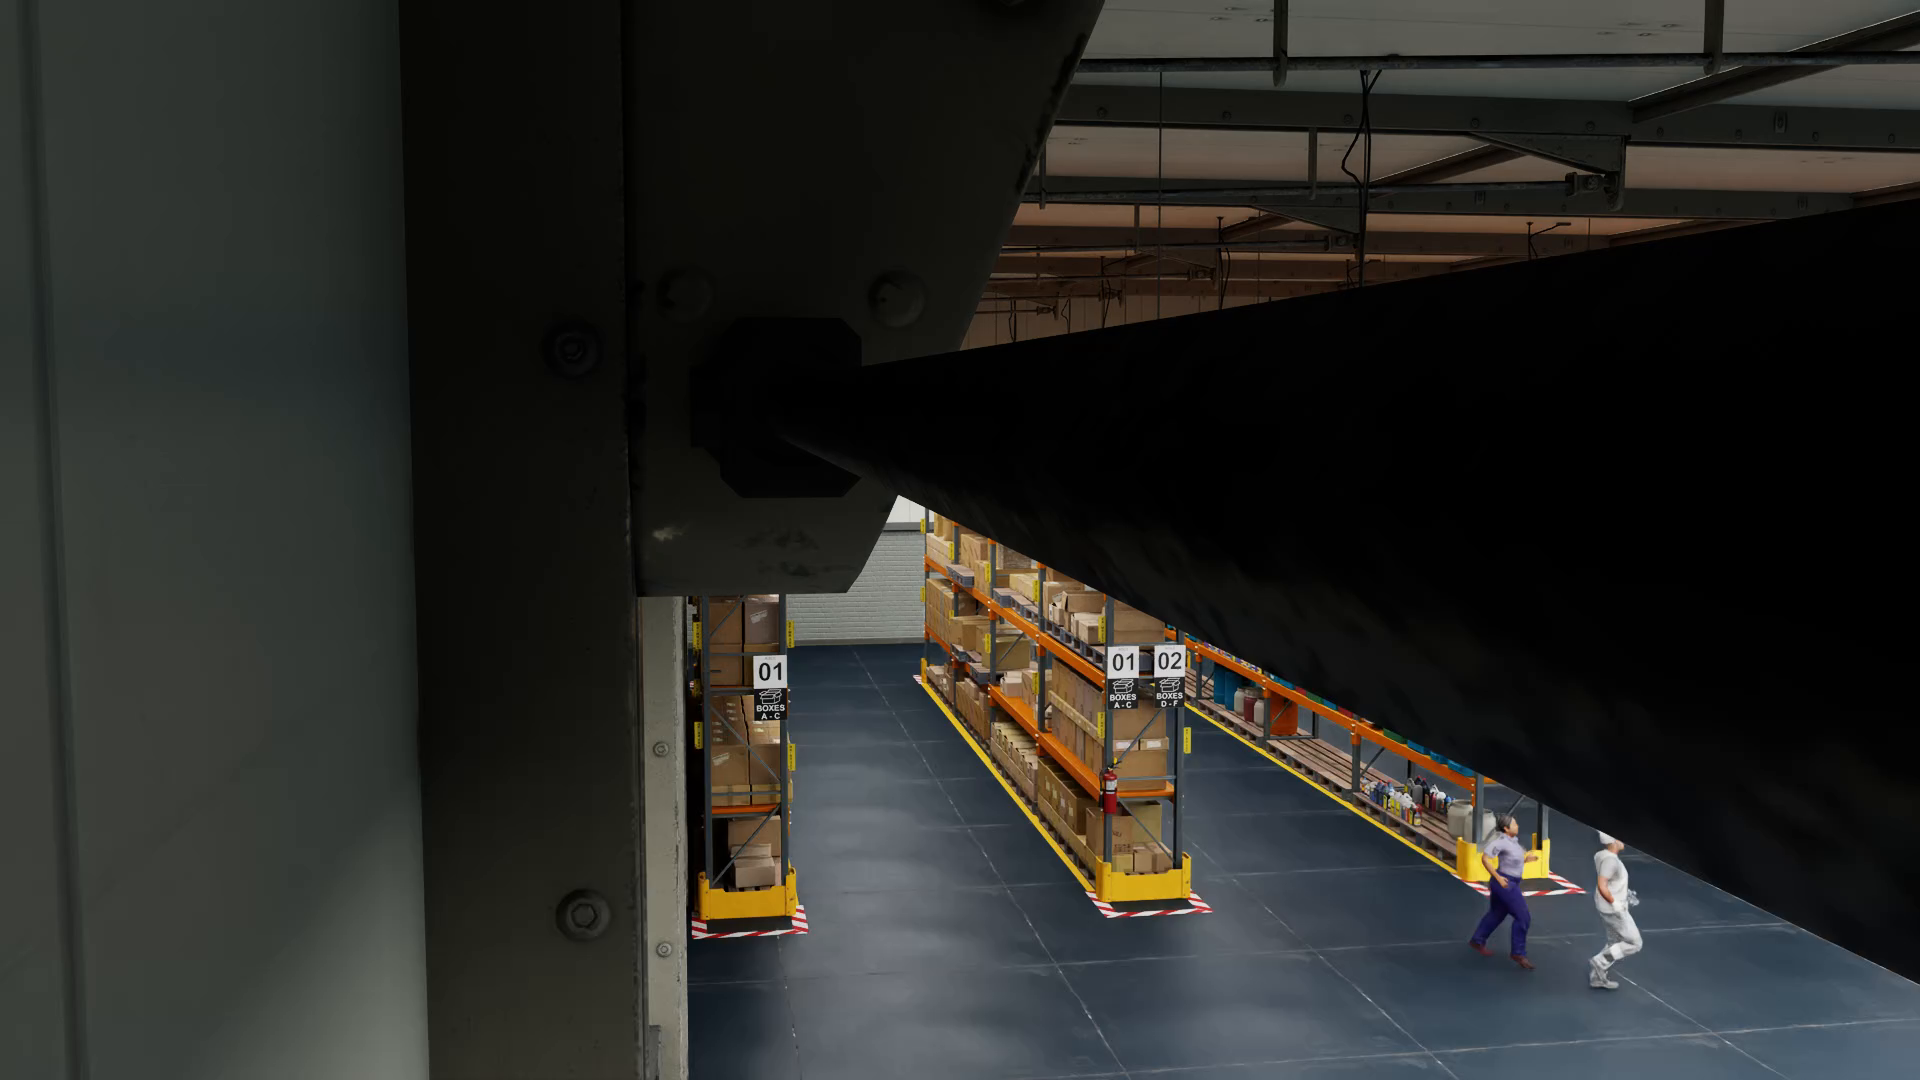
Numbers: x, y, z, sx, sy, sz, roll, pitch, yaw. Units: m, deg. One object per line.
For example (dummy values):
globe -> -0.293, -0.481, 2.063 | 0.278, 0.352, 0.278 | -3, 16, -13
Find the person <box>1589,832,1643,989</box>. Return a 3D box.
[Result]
person -> 6.956, 3.909, 17.633 | 0.521, 1.743, 0.669 | 1, 5, 11

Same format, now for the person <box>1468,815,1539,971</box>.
person -> 6.041, 3.876, 18.454 | 0.713, 1.693, 0.584 | 2, 5, 19

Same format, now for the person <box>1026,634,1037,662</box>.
person -> 1.560, 2.282, 36.301 | 0.673, 1.843, 0.809 | -2, 6, -25
